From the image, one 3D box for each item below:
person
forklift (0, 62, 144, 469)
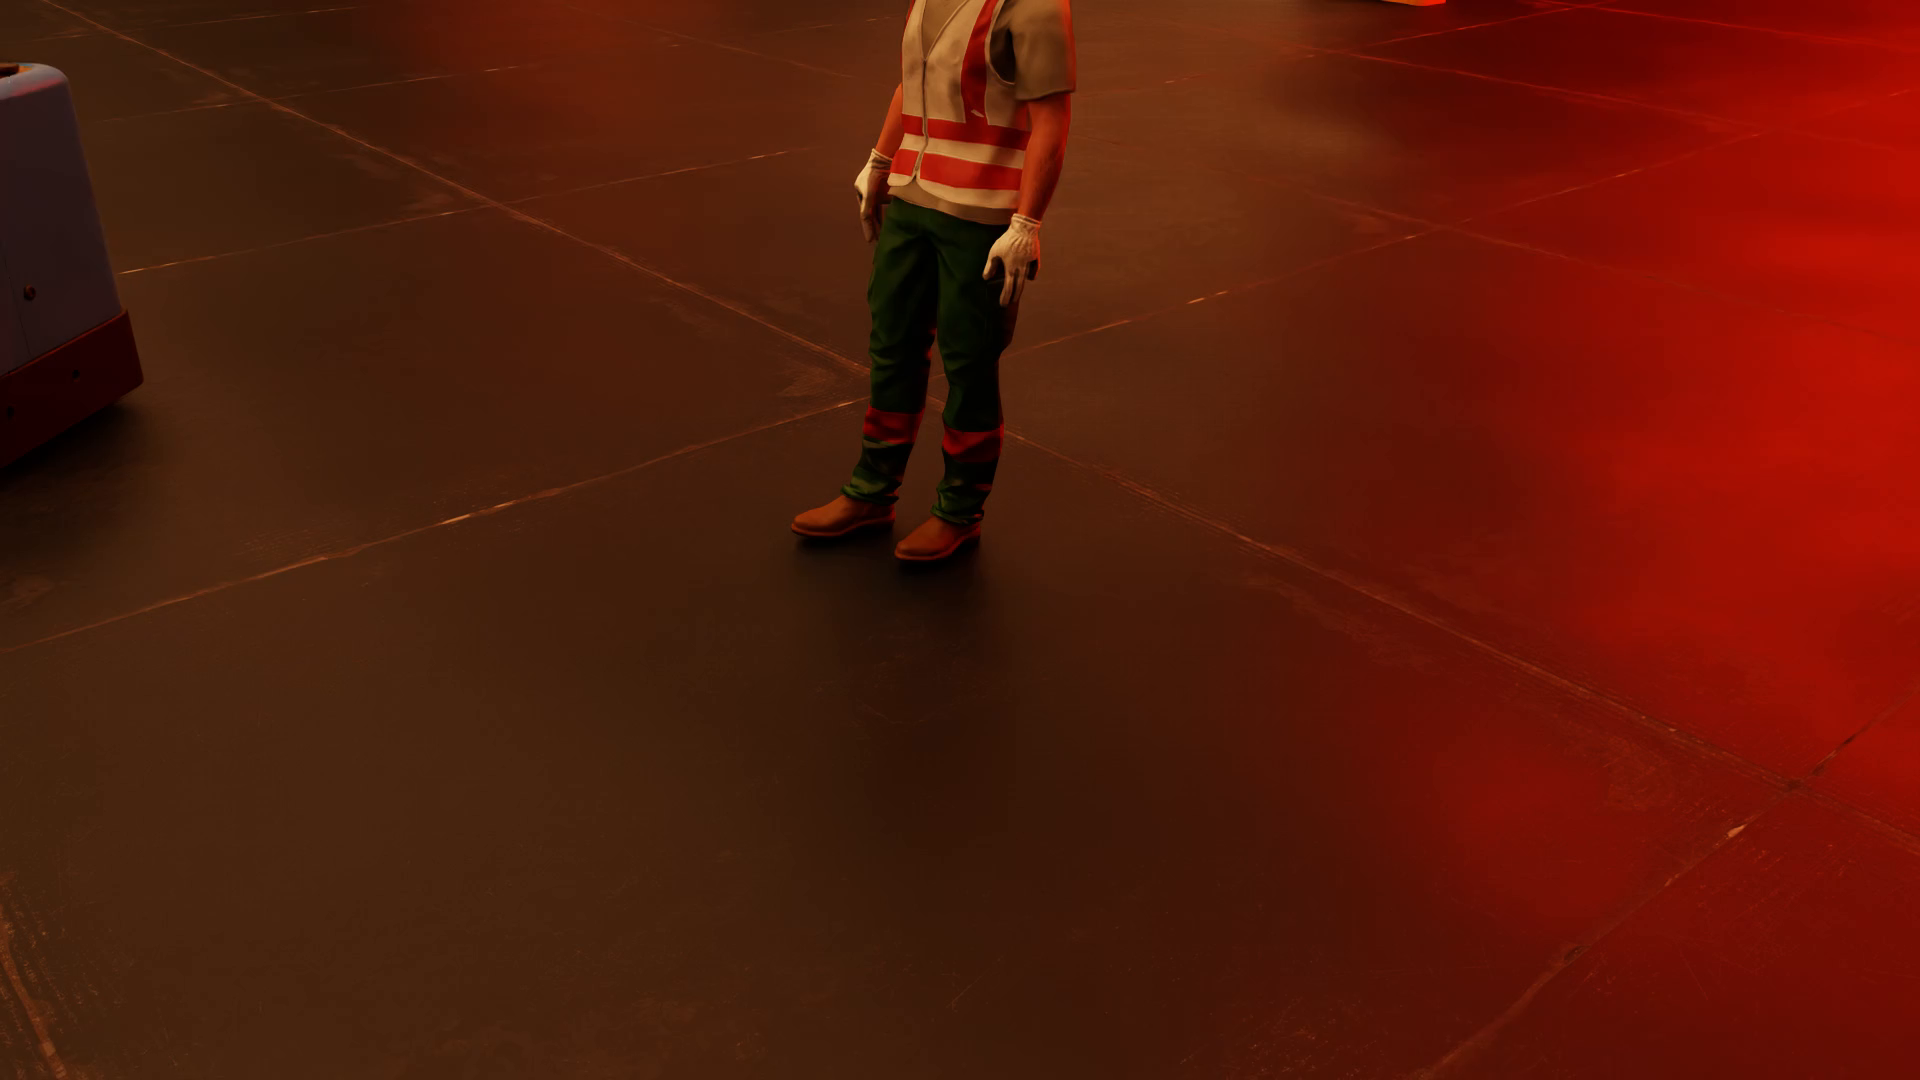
[{"bbox_3d":[-0.070,-0.789,4.062,0.562,1.790,0.637,-20,33,-35],"label":"person"},{"bbox_3d":[-4.195,-1.662,4.553,3.031,2.935,1.130,4,27,8],"label":"forklift"}]
